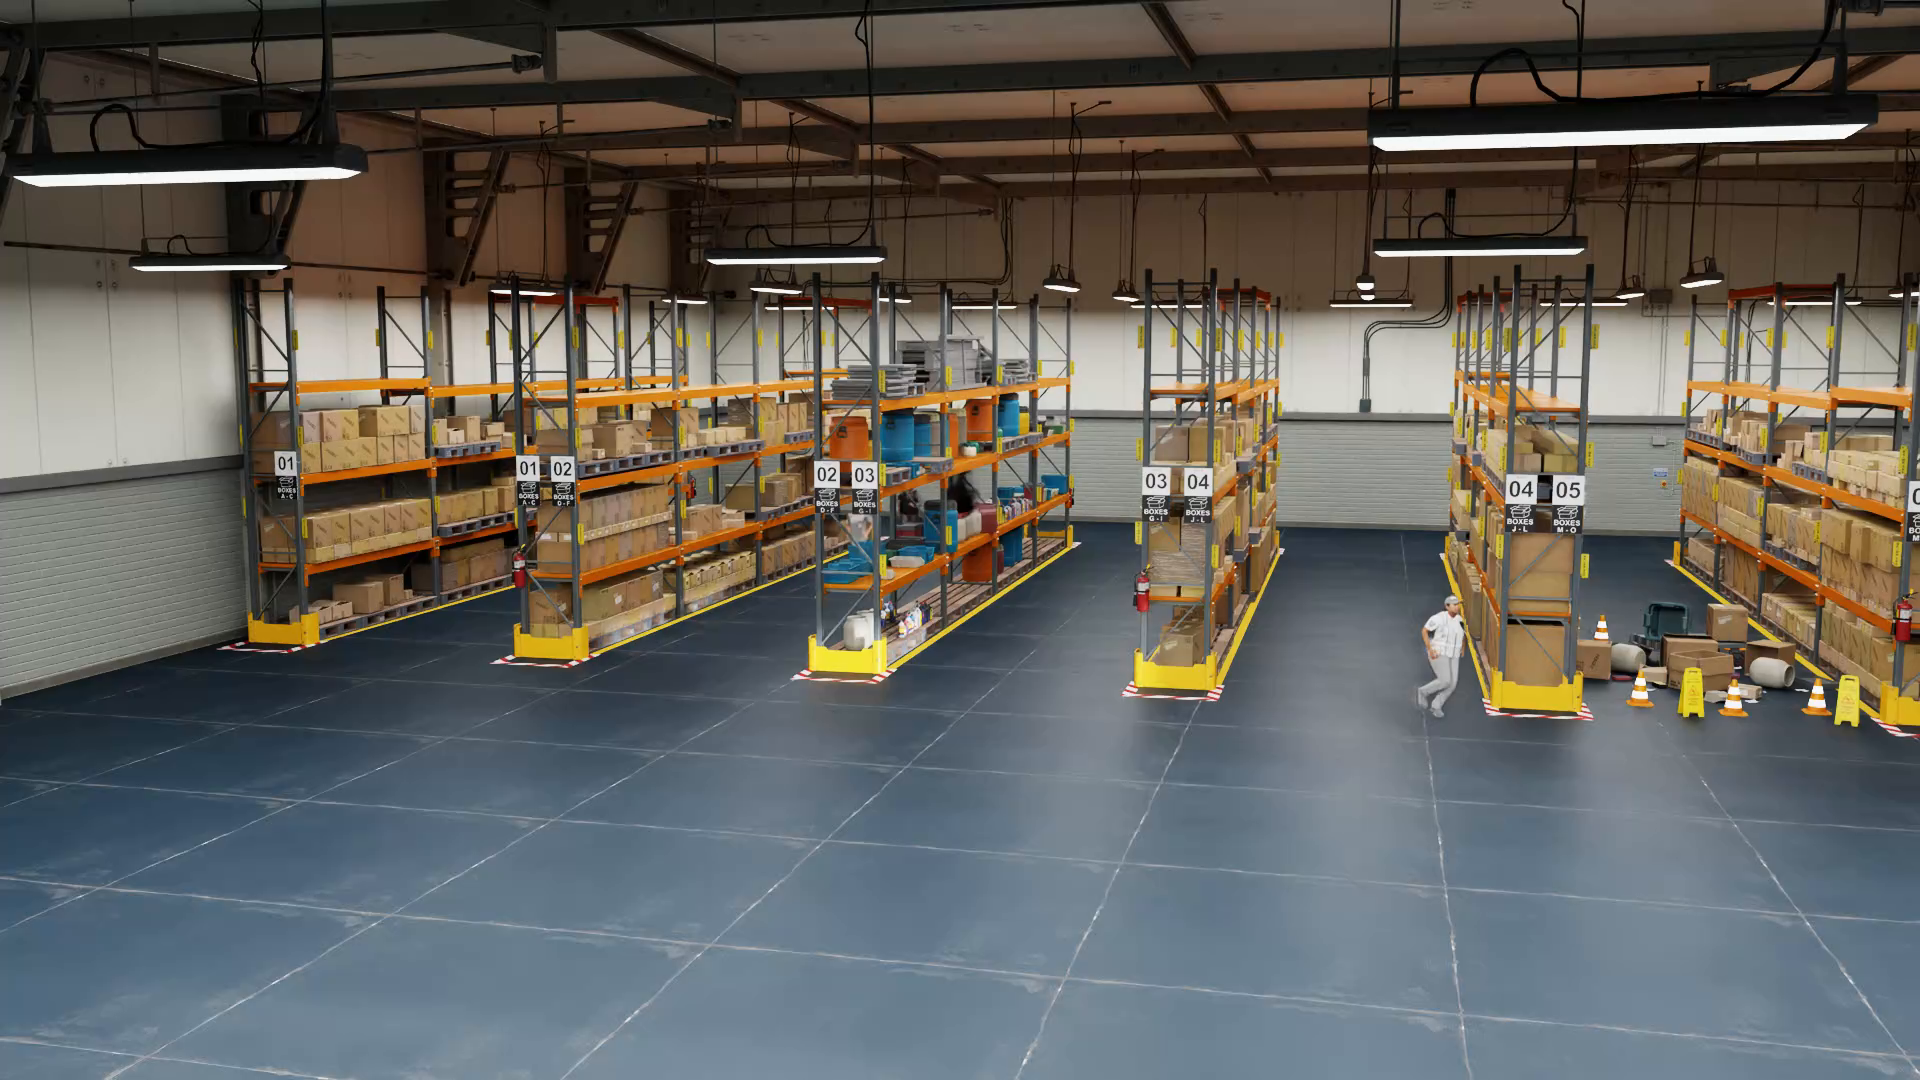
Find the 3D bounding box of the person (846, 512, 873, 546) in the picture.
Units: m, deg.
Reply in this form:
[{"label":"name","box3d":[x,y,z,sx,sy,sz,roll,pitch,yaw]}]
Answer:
[{"label":"person","box3d":[-1.987,0.017,32.399,0.539,1.648,0.527,2,7,14]}]

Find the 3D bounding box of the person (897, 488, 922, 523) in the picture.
[{"label":"person","box3d":[-1.211,-0.571,39.432,0.634,1.742,0.719,0,7,4]}]

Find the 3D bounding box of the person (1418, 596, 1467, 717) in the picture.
[{"label":"person","box3d":[6.534,1.561,22.301,0.632,1.609,0.520,-3,8,-25]}]
